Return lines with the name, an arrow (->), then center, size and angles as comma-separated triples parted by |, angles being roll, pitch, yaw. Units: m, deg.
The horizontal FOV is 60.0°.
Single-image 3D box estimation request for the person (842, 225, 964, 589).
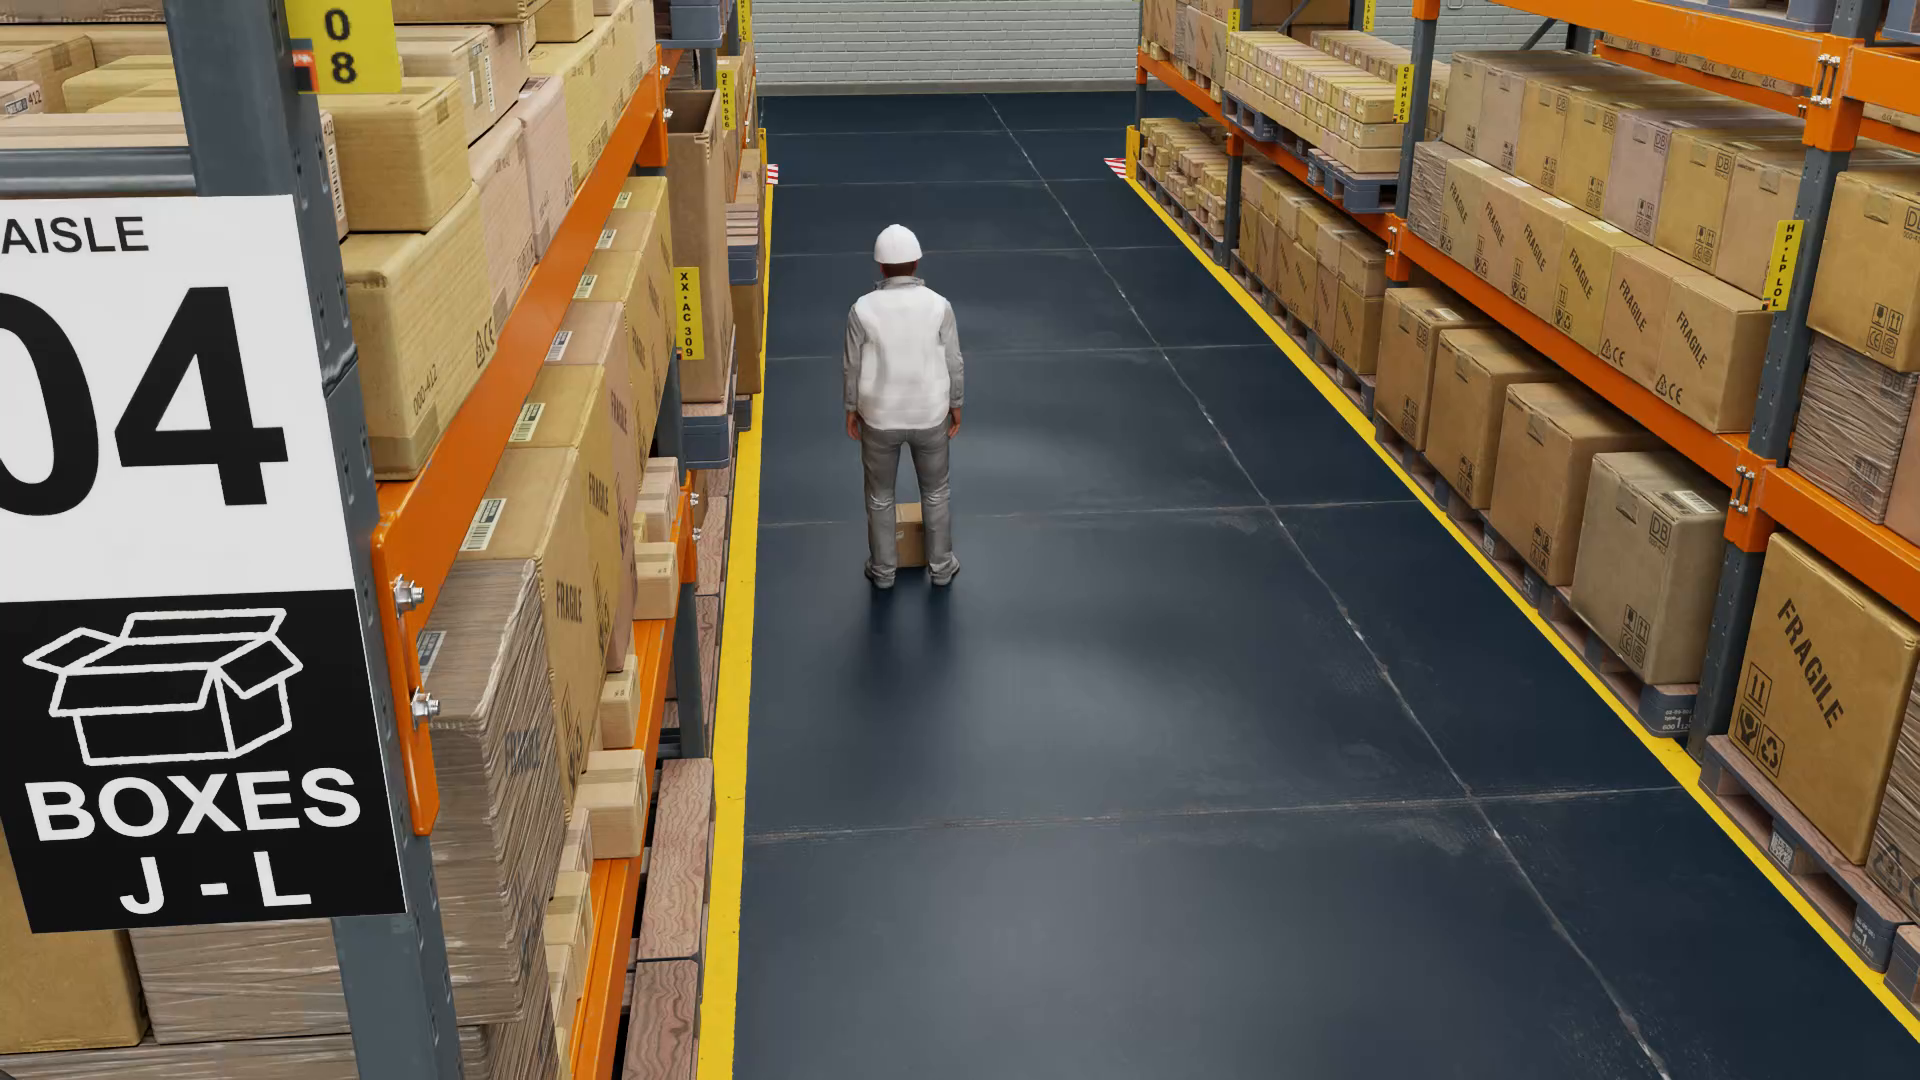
person -> -0.270, -0.619, 7.984 | 0.581, 1.772, 0.460 | -2, 24, -5
